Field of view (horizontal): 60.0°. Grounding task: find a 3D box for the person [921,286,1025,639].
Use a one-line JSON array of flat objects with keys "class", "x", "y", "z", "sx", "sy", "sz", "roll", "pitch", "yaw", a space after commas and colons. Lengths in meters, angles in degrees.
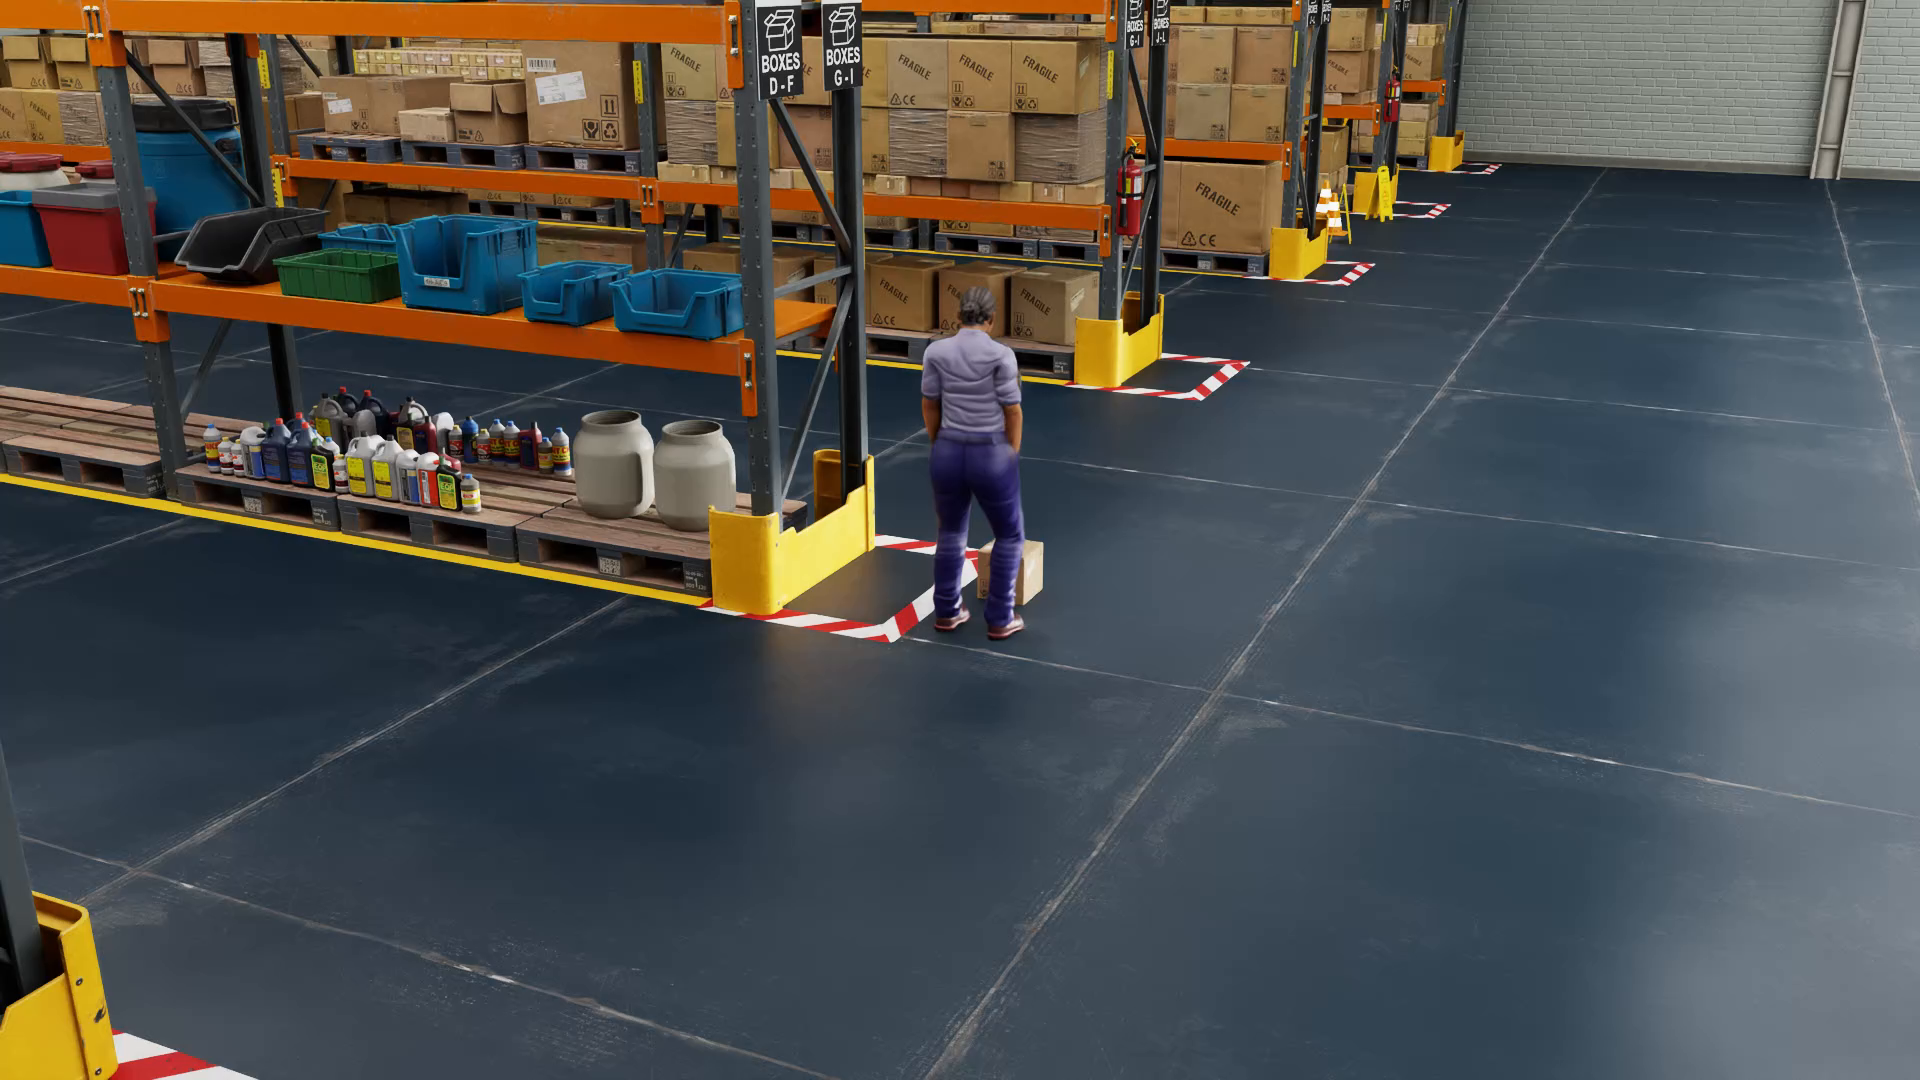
[{"class": "person", "x": 0.050, "y": -0.337, "z": 7.635, "sx": 0.489, "sy": 1.610, "sz": 0.366, "roll": 8, "pitch": 21, "yaw": 21}]
